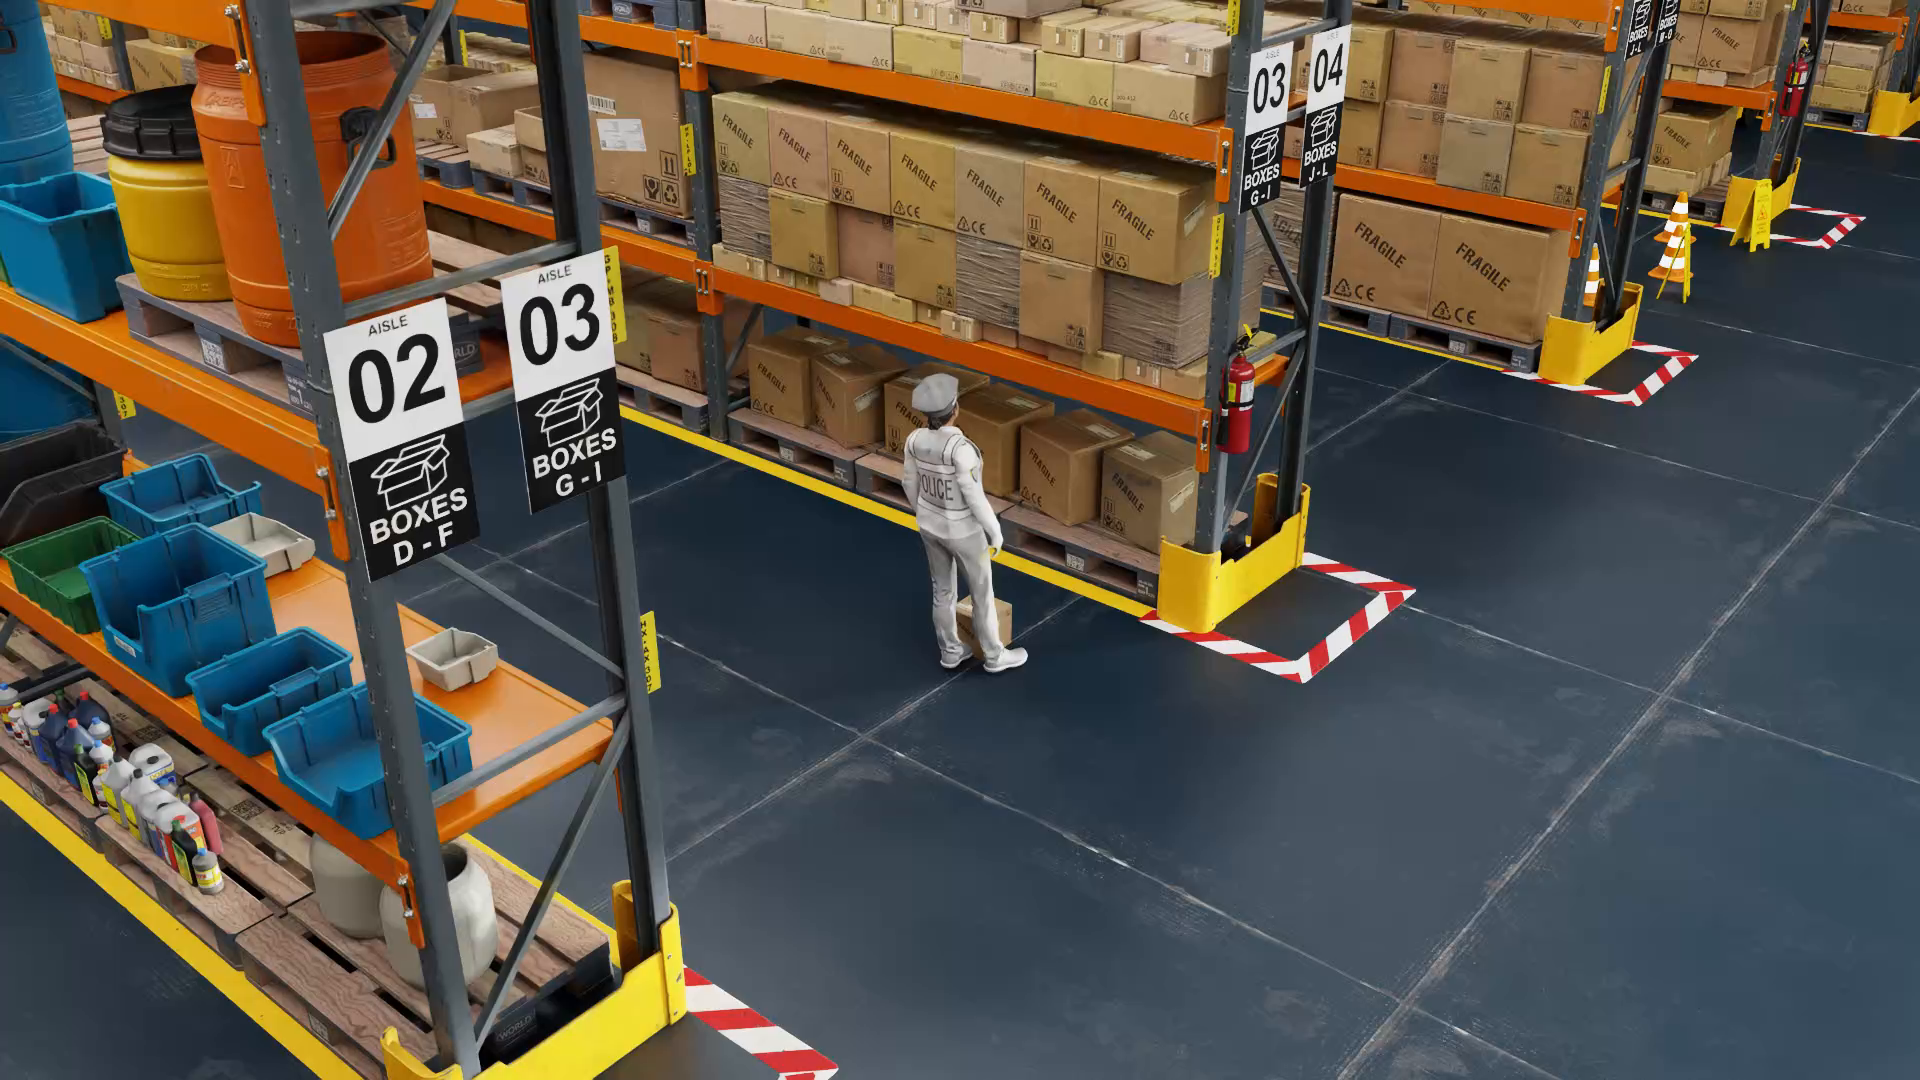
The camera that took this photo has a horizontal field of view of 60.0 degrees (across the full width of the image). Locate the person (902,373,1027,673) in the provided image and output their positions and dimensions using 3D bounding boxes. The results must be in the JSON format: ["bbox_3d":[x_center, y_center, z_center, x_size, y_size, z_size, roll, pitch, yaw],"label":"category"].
[{"bbox_3d":[0.004,-0.090,8.737,0.586,1.694,0.532,21,34,34],"label":"person"}]
